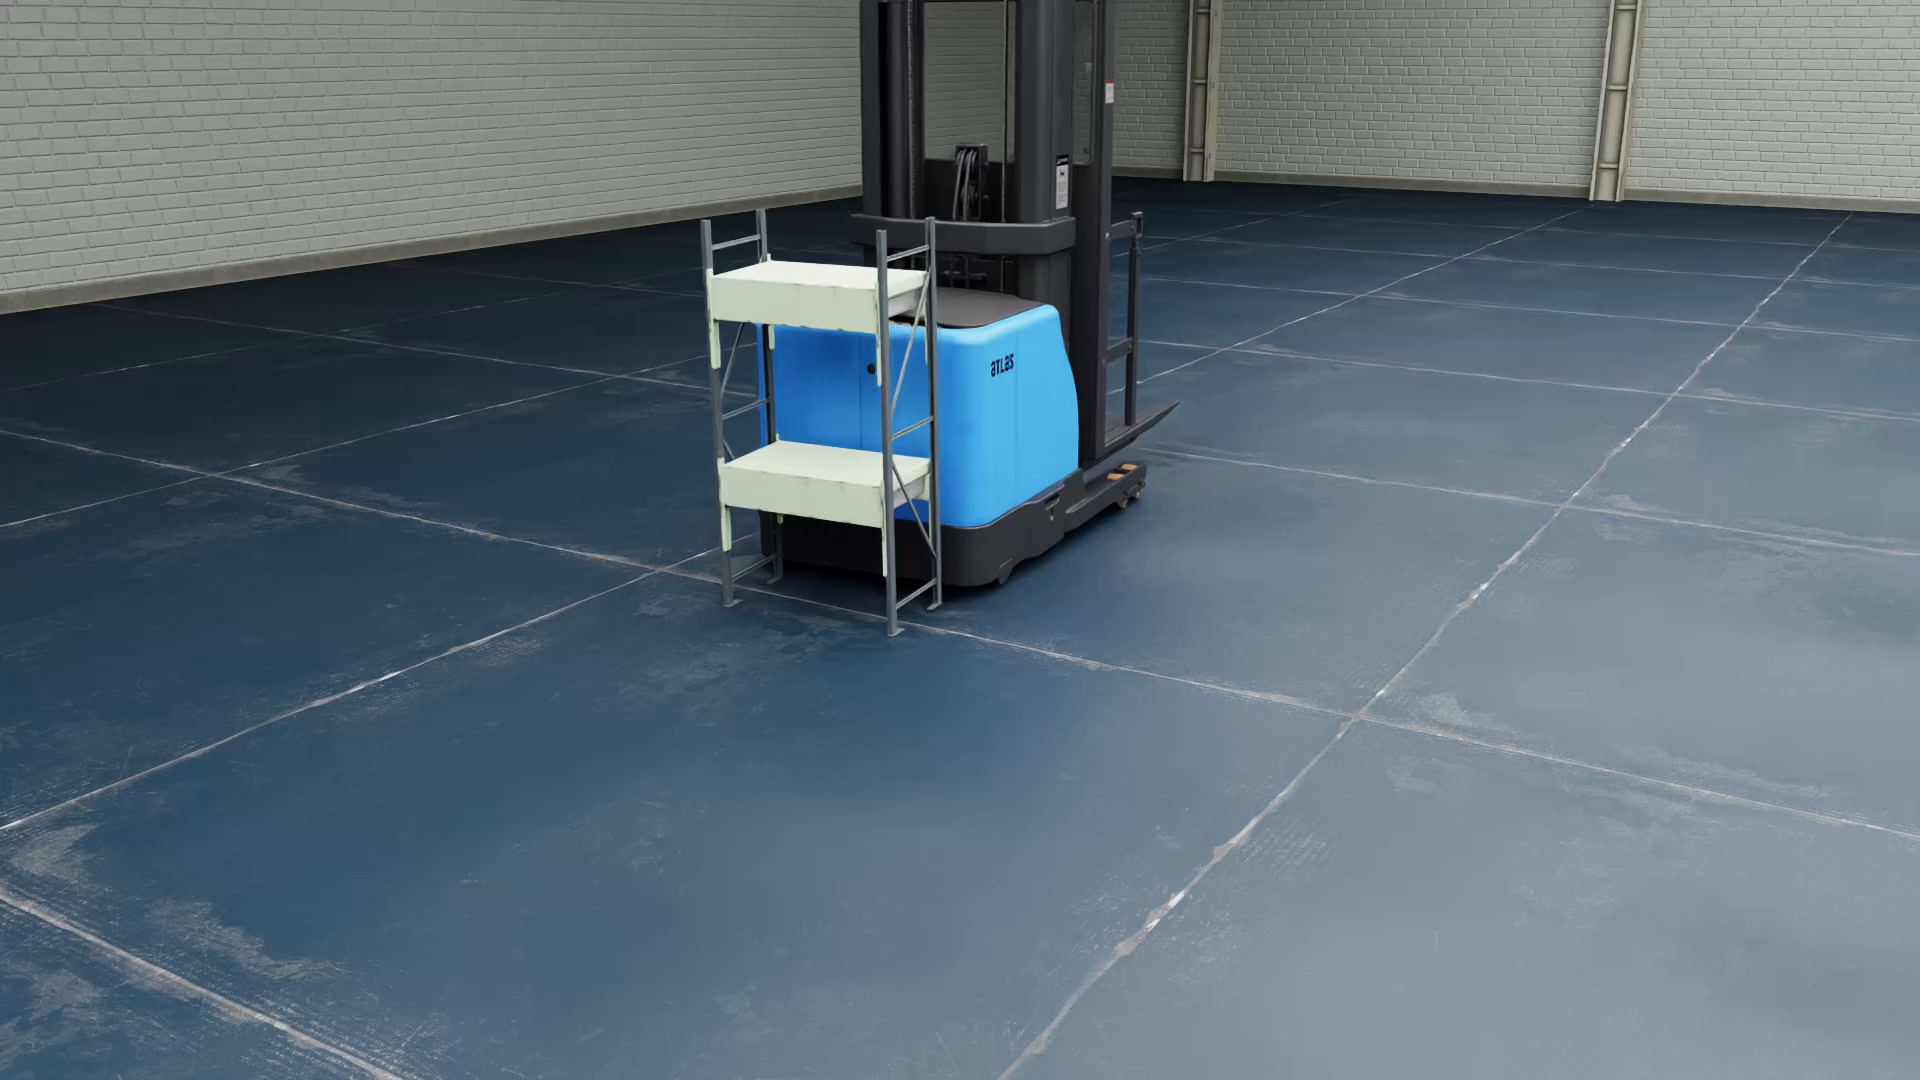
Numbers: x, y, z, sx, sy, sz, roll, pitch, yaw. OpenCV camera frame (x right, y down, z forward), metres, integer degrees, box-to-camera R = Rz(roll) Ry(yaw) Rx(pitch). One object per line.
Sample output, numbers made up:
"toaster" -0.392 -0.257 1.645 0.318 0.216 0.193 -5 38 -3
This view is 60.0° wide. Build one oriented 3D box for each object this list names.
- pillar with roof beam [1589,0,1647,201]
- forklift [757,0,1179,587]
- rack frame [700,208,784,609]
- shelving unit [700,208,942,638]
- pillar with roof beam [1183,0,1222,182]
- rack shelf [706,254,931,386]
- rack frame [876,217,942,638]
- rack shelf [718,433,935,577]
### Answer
"pillar with roof beam" 6.533 -7.864 17.789 0.400 9.000 9.100 10 20 30
"forklift" 0.254 -1.602 7.614 1.130 2.935 3.031 8 19 24
"rack frame" -0.834 -0.502 6.431 0.023 1.500 0.400 8 20 25
"shelving unit" -0.507 -0.454 6.274 0.755 1.500 0.431 8 20 25
"pillar with roof beam" 1.420 -8.777 20.793 0.400 9.000 9.100 10 20 30
"rack shelf" -0.512 -0.825 6.151 0.720 0.370 0.431 8 20 25
"rack frame" -0.180 -0.407 6.117 0.023 1.500 0.400 8 20 25
"rack shelf" -0.503 -0.145 6.377 0.720 0.370 0.431 8 20 25
